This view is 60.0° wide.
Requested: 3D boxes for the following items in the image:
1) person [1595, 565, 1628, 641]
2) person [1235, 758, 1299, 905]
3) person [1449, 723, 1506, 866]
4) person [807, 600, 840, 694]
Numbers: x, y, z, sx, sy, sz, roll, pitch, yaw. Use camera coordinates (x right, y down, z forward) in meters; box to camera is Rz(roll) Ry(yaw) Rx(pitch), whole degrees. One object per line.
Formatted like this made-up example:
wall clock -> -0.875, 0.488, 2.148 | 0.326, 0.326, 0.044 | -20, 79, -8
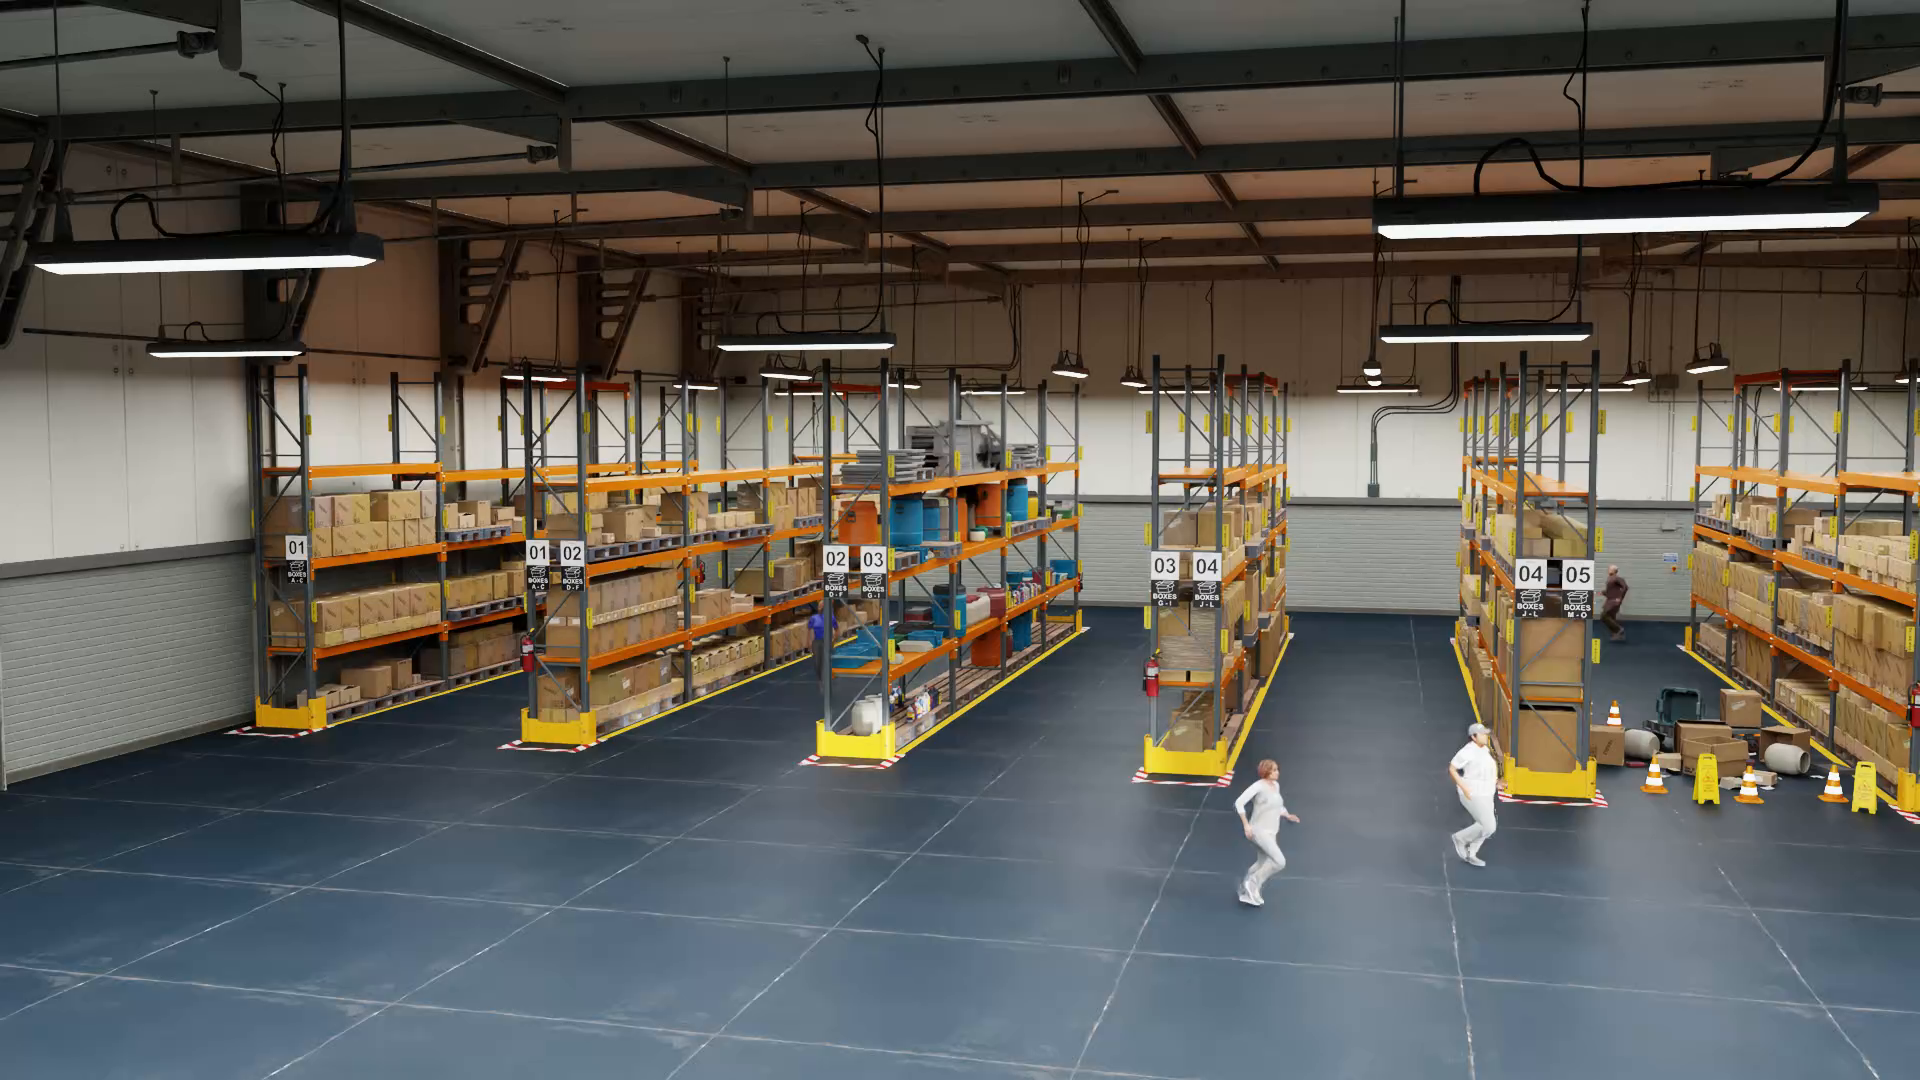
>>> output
person -> 15.112, 1.462, 38.578 | 0.695, 1.755, 0.720 | 1, 4, 9
person -> 3.162, 3.026, 17.155 | 0.680, 1.554, 0.543 | 3, 5, 37
person -> 5.905, 2.899, 18.863 | 0.600, 1.616, 0.539 | -4, 6, -45
person -> -2.427, 1.879, 29.480 | 0.599, 1.638, 0.556 | 0, 4, 6
